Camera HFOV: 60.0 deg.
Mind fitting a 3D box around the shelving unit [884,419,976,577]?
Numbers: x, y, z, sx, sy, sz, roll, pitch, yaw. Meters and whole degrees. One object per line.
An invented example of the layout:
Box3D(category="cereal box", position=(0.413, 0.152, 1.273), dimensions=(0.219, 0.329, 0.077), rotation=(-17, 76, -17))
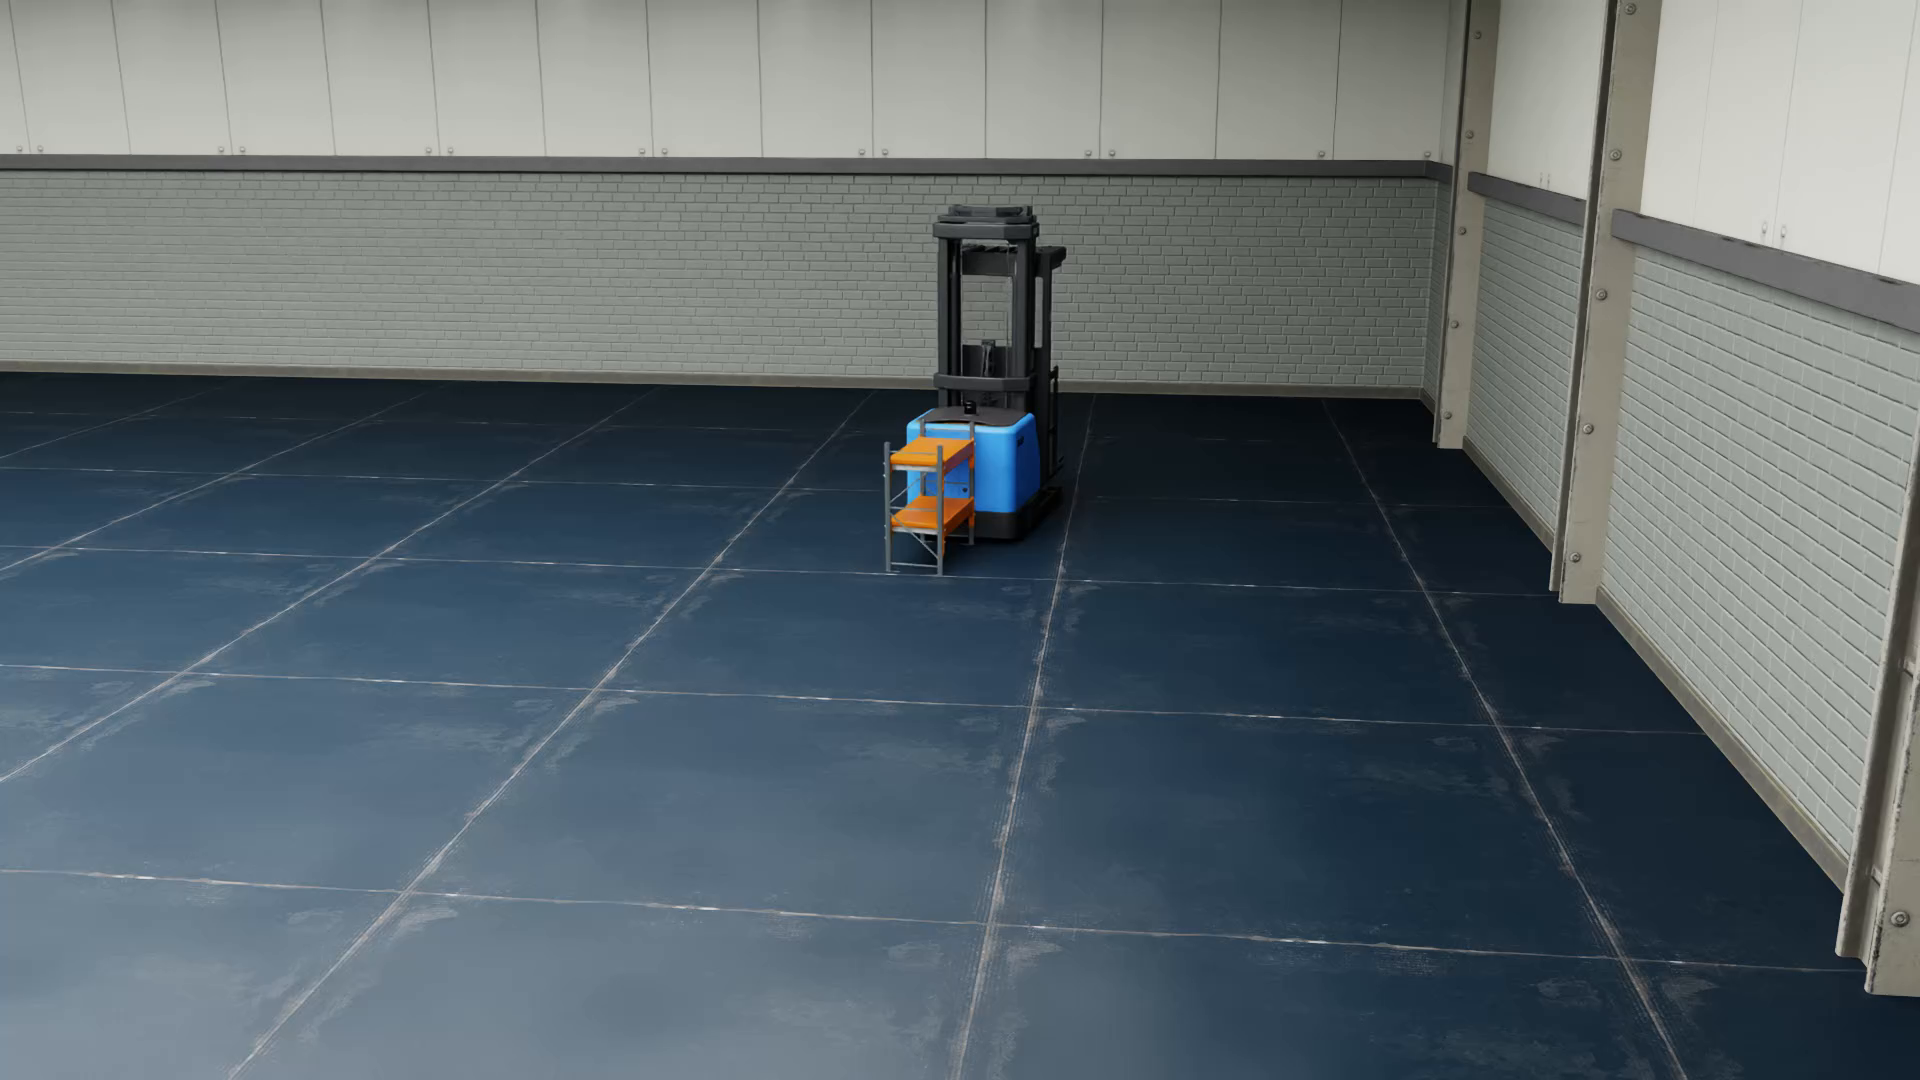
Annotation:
Box3D(category="shelving unit", position=(-0.250, -0.383, 14.425), dimensions=(0.538, 1.125, 1.048), rotation=(4, 16, 15))

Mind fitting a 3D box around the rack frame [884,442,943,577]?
Box3D(category="rack frame", position=(-0.385, -0.255, 13.951), dimensions=(0.500, 1.125, 0.032), rotation=(4, 16, 15))

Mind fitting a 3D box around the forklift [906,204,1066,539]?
Box3D(category="forklift", position=(0.390, -1.765, 16.075), dimensions=(1.130, 2.935, 3.031), rotation=(4, 16, 15))

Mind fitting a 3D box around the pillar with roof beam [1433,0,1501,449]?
Box3D(category="pillar with roof beam", position=(1.375, -5.570, 18.523), dimensions=(9.100, 9.000, 0.400), rotation=(2, 15, 6))

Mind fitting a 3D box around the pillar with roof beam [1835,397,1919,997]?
Box3D(category="pillar with roof beam", position=(0.021, -2.458, 7.013), dimensions=(9.100, 9.000, 0.400), rotation=(2, 15, 6))

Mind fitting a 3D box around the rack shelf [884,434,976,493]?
Box3D(category="rack shelf", position=(-0.250, -0.666, 14.348), dimensions=(0.538, 0.278, 1.000), rotation=(4, 16, 15))

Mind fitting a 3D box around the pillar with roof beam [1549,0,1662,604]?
Box3D(category="pillar with roof beam", position=(0.698, -4.014, 12.768), dimensions=(9.100, 9.000, 0.400), rotation=(2, 15, 6))

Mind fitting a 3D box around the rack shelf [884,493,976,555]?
Box3D(category="rack shelf", position=(-0.250, -0.147, 14.488), dimensions=(0.538, 0.278, 1.000), rotation=(4, 16, 15))

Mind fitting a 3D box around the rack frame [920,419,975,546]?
Box3D(category="rack frame", position=(-0.115, -0.511, 14.898), dimensions=(0.500, 1.125, 0.032), rotation=(4, 16, 15))
